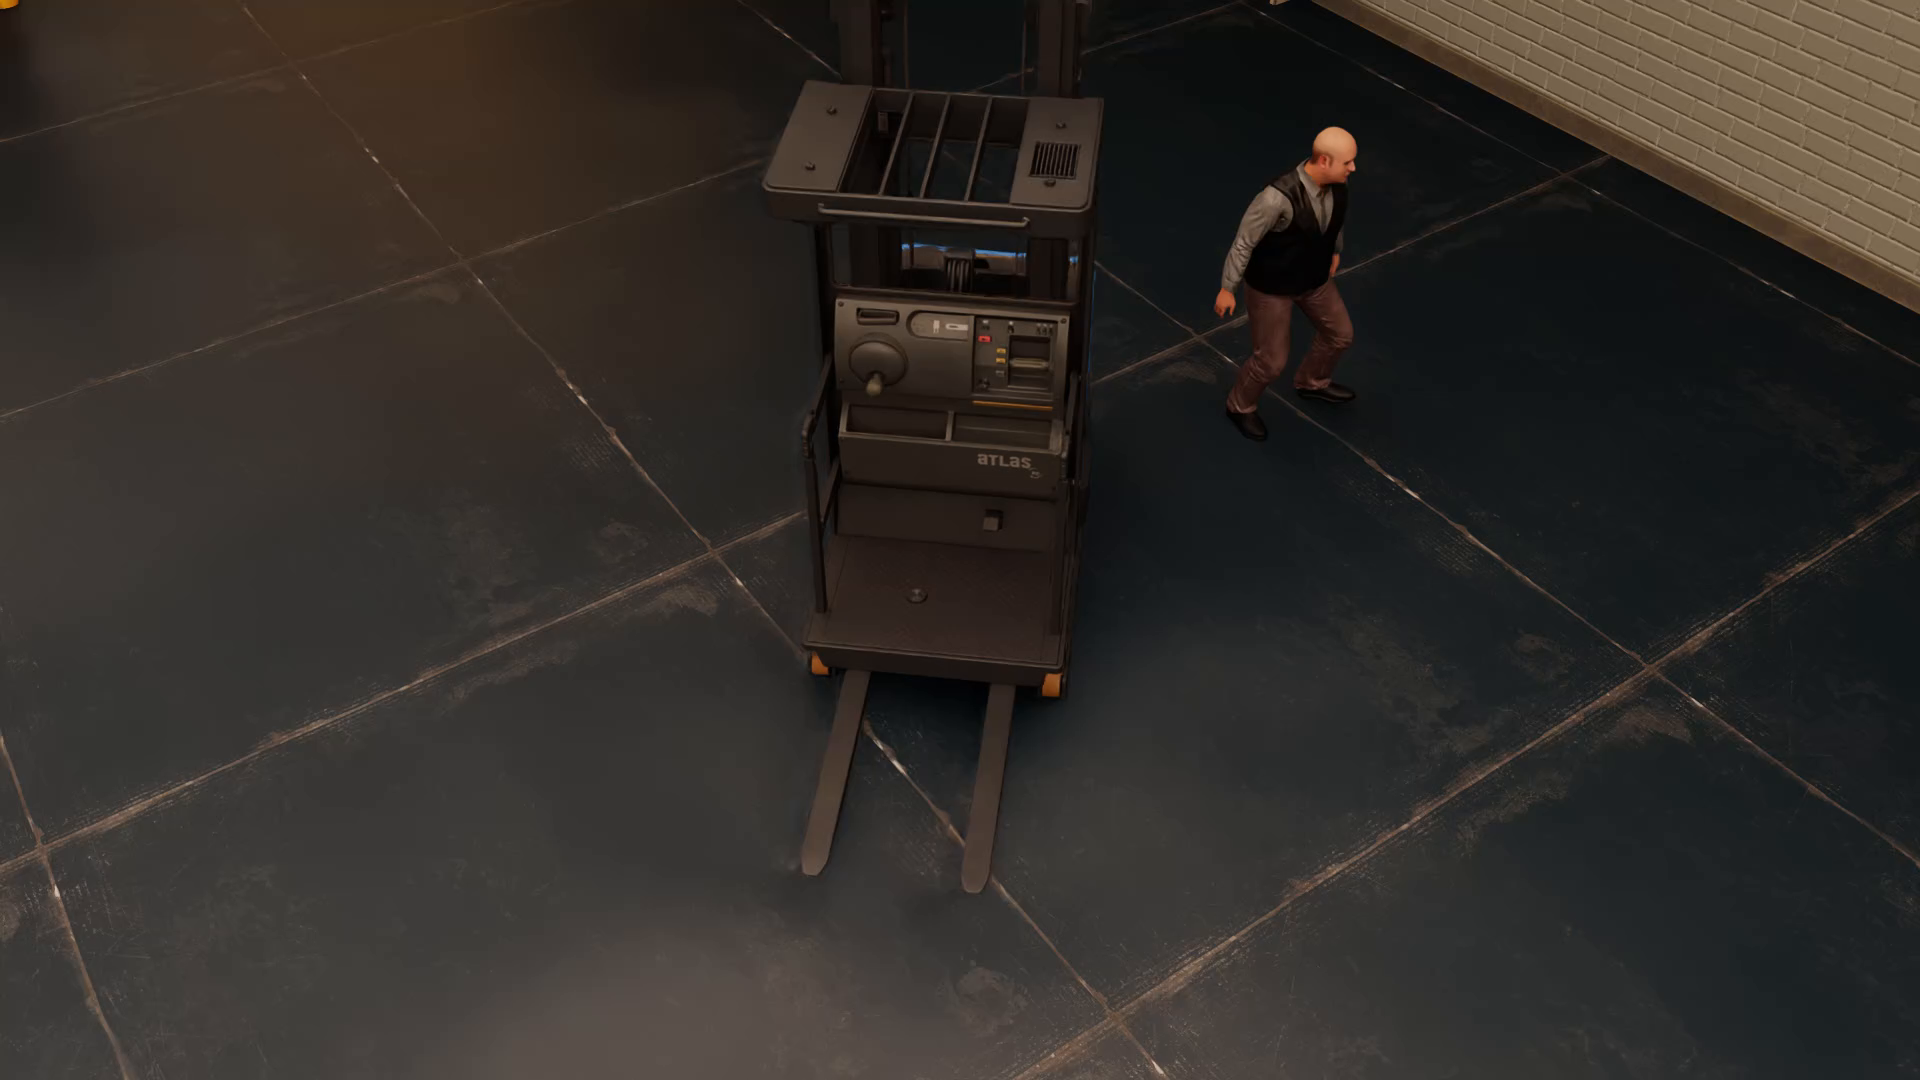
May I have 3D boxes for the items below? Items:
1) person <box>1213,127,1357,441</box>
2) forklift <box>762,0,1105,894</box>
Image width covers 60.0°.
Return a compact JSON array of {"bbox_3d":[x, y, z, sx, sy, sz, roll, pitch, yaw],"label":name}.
[{"bbox_3d":[1.611,-1.246,7.991,0.841,1.690,0.408,-26,49,-25],"label":"person"},{"bbox_3d":[-0.061,-0.657,6.428,1.130,2.935,3.031,5,43,5],"label":"forklift"}]
